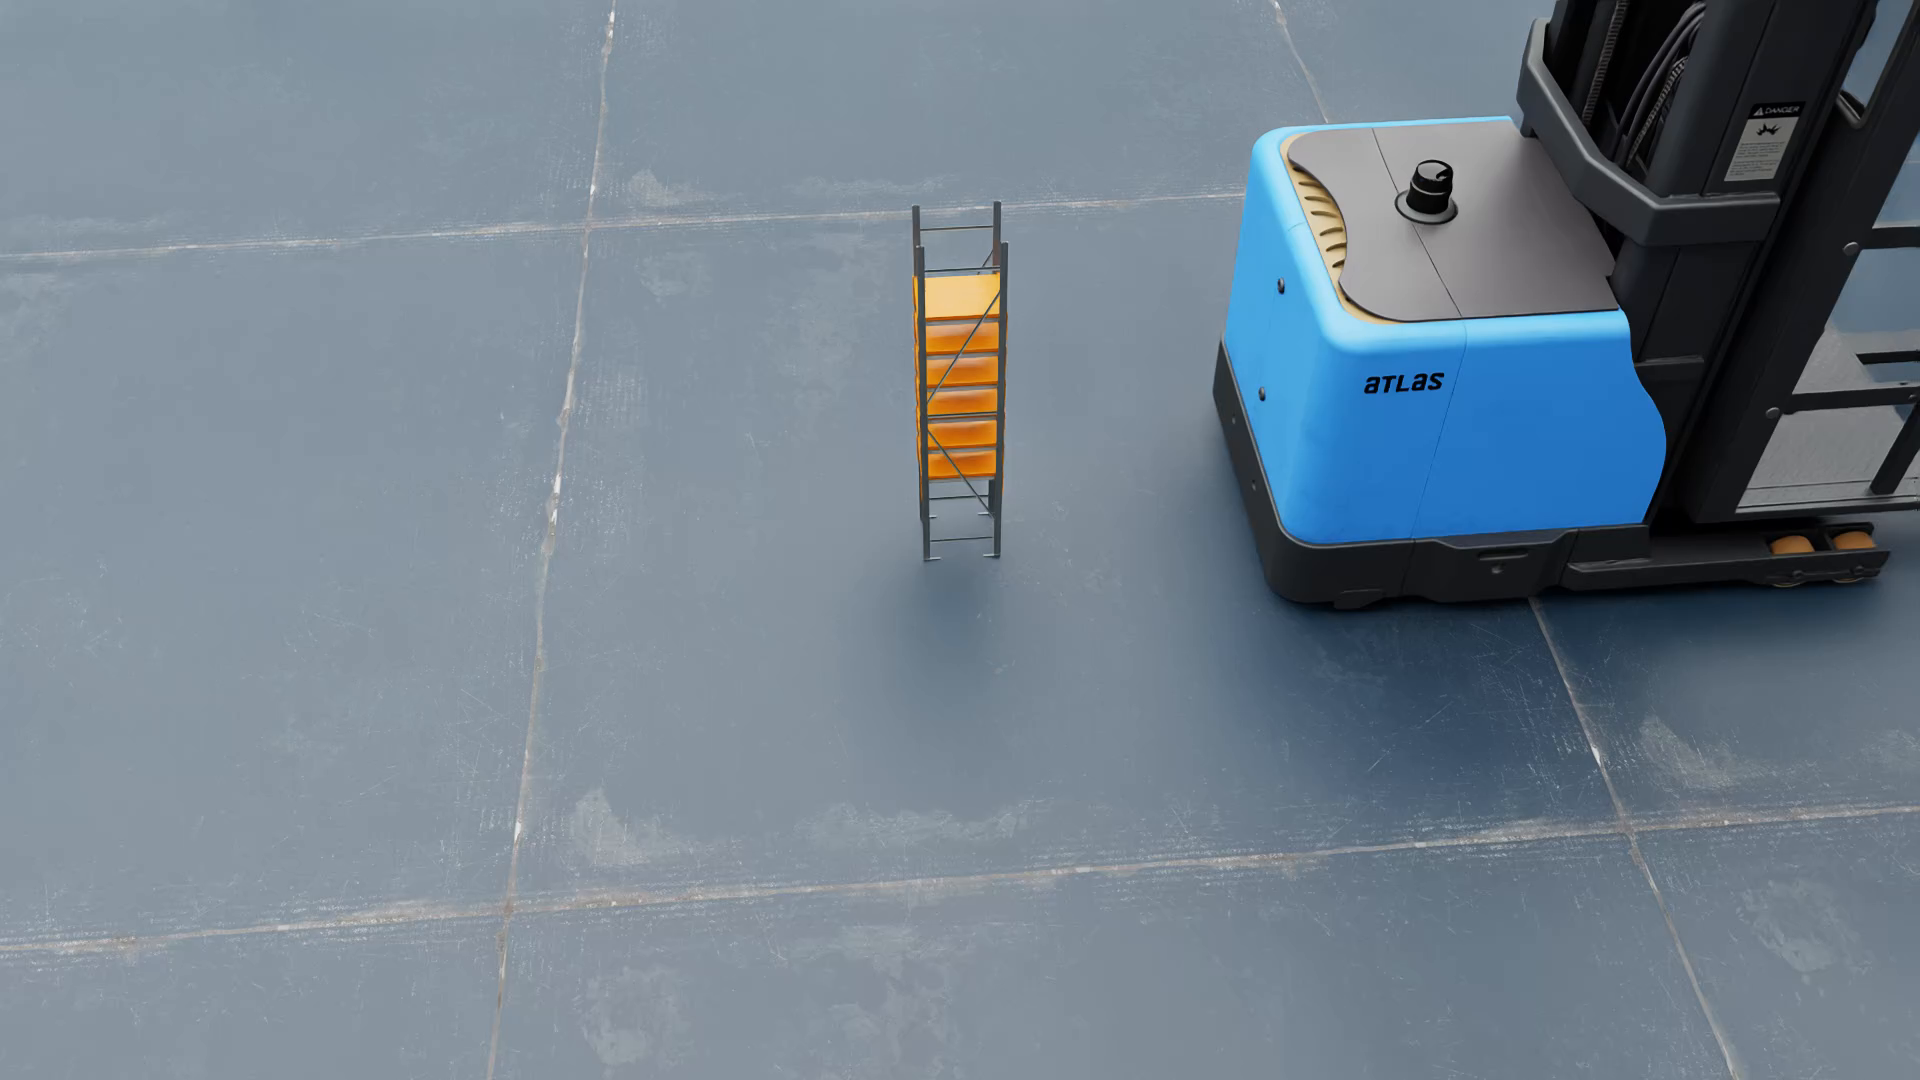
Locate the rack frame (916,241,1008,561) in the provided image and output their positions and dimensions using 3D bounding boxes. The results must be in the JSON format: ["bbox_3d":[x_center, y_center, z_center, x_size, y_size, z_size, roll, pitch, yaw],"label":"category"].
[{"bbox_3d":[0.006,-0.357,4.762,0.240,1.200,0.006,-3,47,-3],"label":"rack frame"}]

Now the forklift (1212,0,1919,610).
[{"bbox_3d":[2.401,-1.244,4.409,3.031,2.935,1.130,-4,47,-4],"label":"forklift"}]

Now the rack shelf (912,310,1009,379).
[{"bbox_3d":[-0.001,-0.558,4.682,0.258,0.103,0.180,-3,47,-3],"label":"rack shelf"}]

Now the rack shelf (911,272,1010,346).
[{"bbox_3d":[-0.001,-0.640,4.595,0.258,0.103,0.180,-3,47,-3],"label":"rack shelf"}]

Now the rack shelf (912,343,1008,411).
[{"bbox_3d":[-0.001,-0.475,4.769,0.258,0.103,0.180,-3,47,-3],"label":"rack shelf"}]

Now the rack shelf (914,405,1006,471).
[{"bbox_3d":[-0.001,-0.310,4.944,0.258,0.103,0.180,-3,47,-3],"label":"rack shelf"}]

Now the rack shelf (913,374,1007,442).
[{"bbox_3d":[-0.001,-0.392,4.857,0.258,0.103,0.180,-3,47,-3],"label":"rack shelf"}]

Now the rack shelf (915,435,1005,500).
[{"bbox_3d":[-0.001,-0.227,5.031,0.258,0.103,0.180,-3,47,-3],"label":"rack shelf"}]

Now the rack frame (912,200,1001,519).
[{"bbox_3d":[-0.009,-0.489,4.887,0.240,1.200,0.006,-3,47,-3],"label":"rack frame"}]

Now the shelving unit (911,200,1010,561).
[{"bbox_3d":[-0.001,-0.423,4.824,0.258,1.200,0.189,-3,47,-3],"label":"shelving unit"}]
